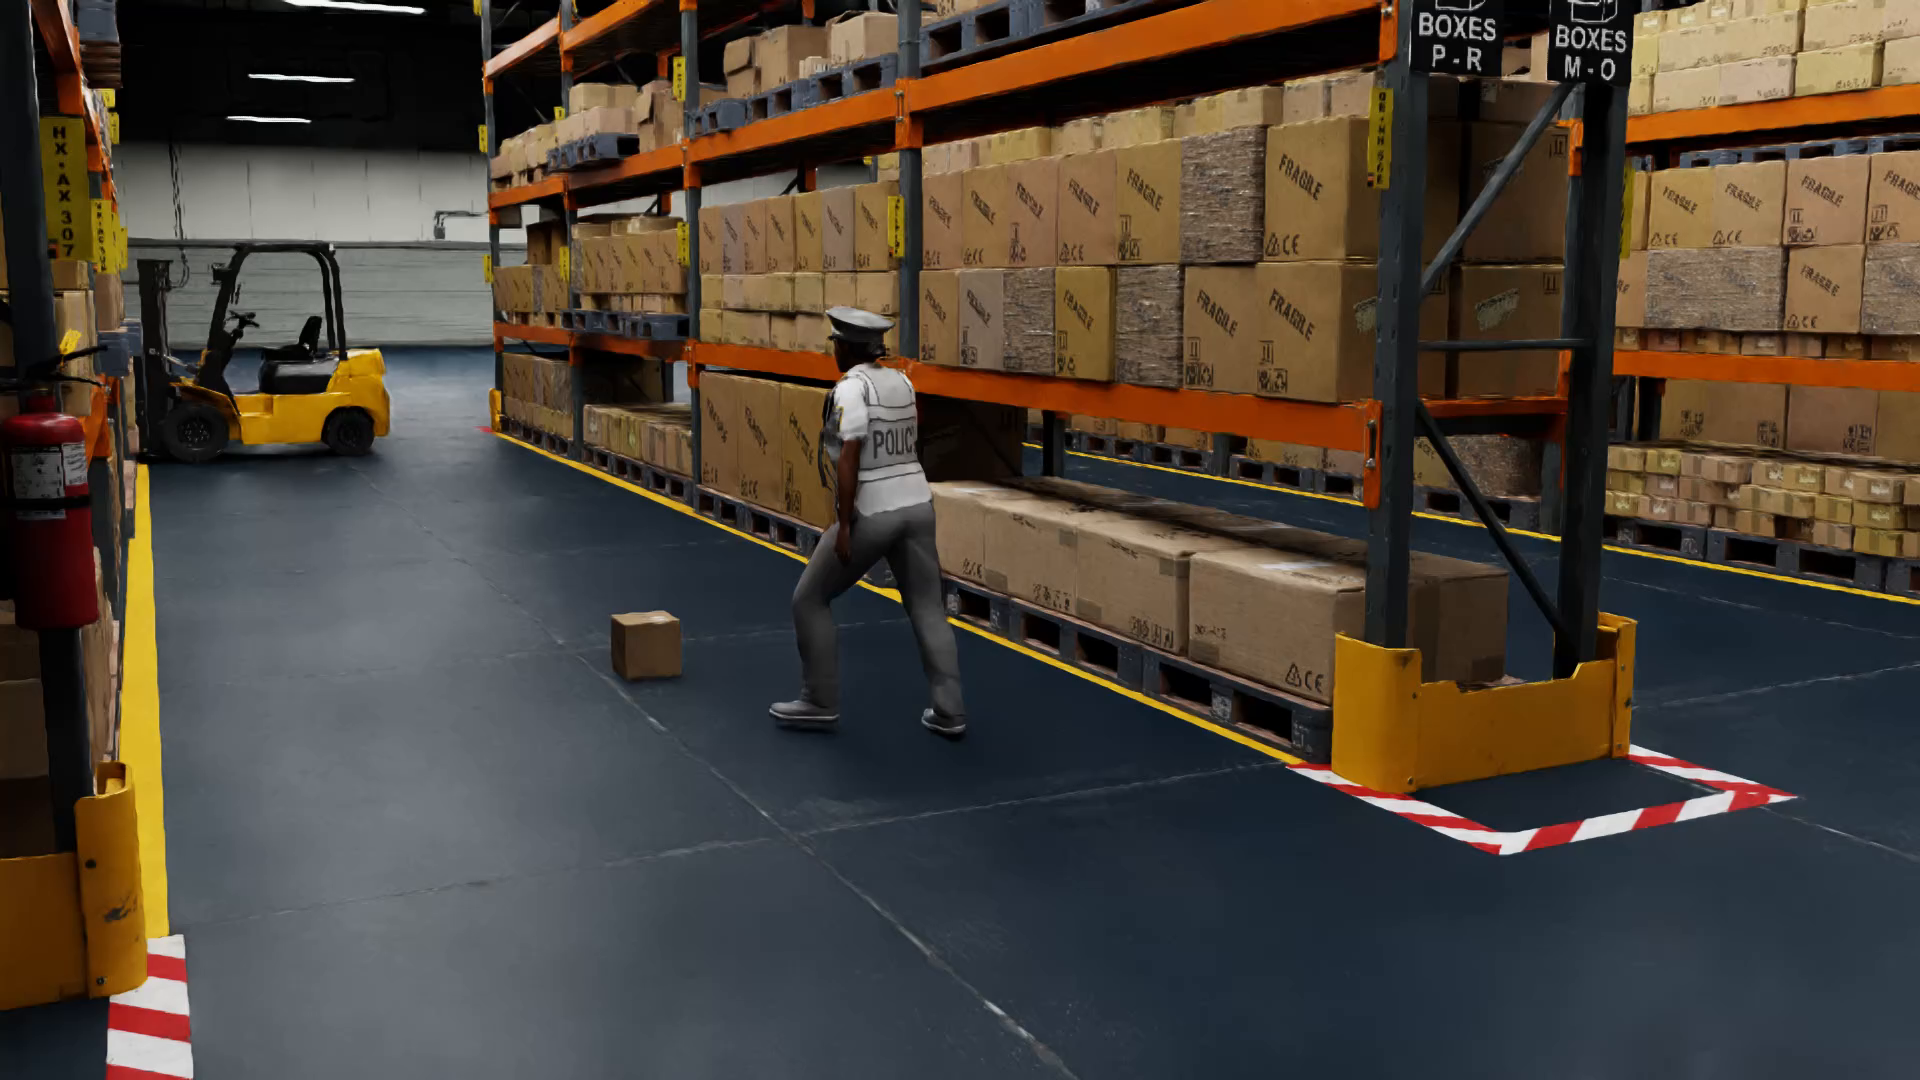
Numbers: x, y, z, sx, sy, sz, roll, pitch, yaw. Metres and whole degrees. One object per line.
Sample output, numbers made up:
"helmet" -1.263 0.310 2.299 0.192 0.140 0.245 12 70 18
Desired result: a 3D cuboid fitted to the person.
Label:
"person" -0.327 -0.075 6.380 0.699 1.633 0.559 8 12 42
